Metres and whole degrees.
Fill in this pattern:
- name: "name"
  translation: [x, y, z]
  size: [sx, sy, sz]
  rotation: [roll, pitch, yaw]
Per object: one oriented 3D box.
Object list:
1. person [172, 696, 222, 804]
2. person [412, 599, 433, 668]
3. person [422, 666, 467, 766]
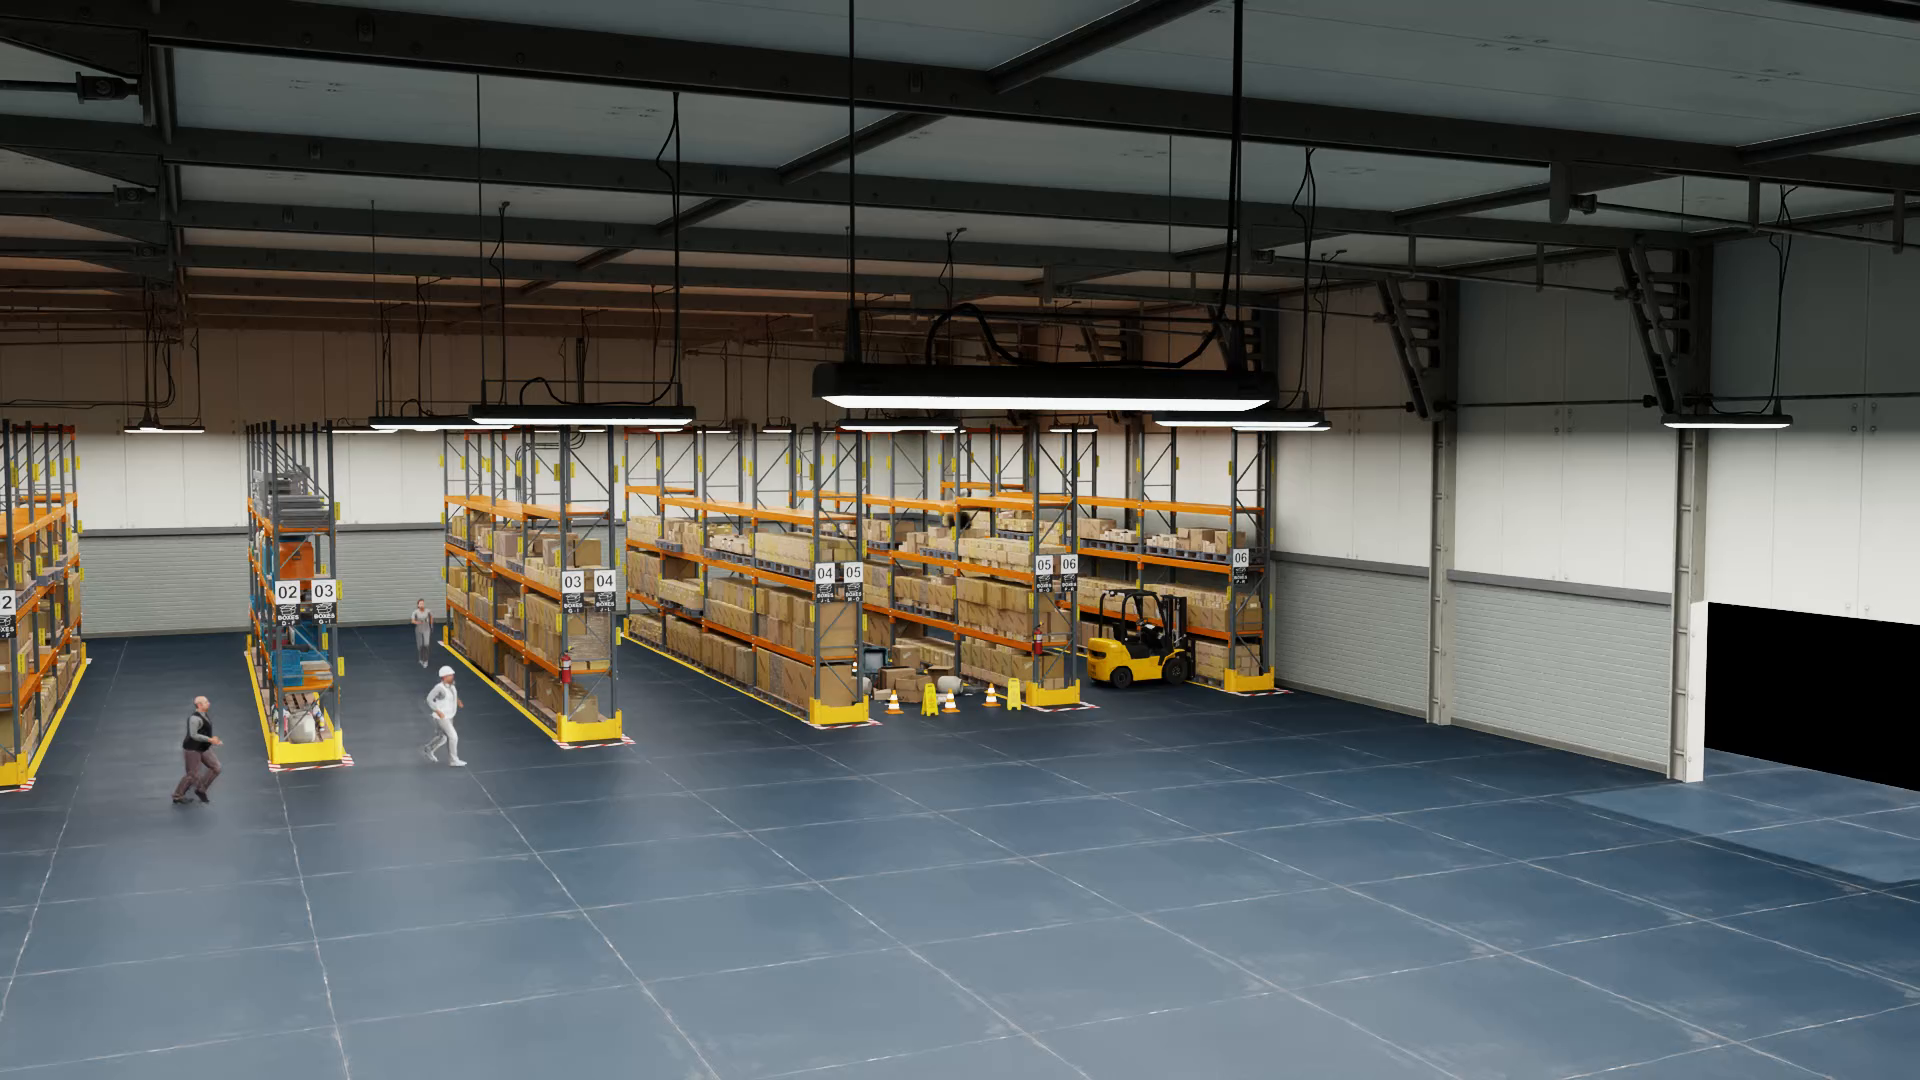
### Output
- name: "person"
  translation: [-11.804, 3.271, 25.781]
  size: [0.800, 1.714, 0.596]
  rotation: [0, 4, -2]
- name: "person"
  translation: [-13.334, 2.312, 41.259]
  size: [0.510, 1.712, 0.818]
  rotation: [-1, 4, -17]
- name: "person"
  translation: [-8.990, 3.042, 28.726]
  size: [0.850, 1.746, 0.677]
  rotation: [1, 4, 14]
